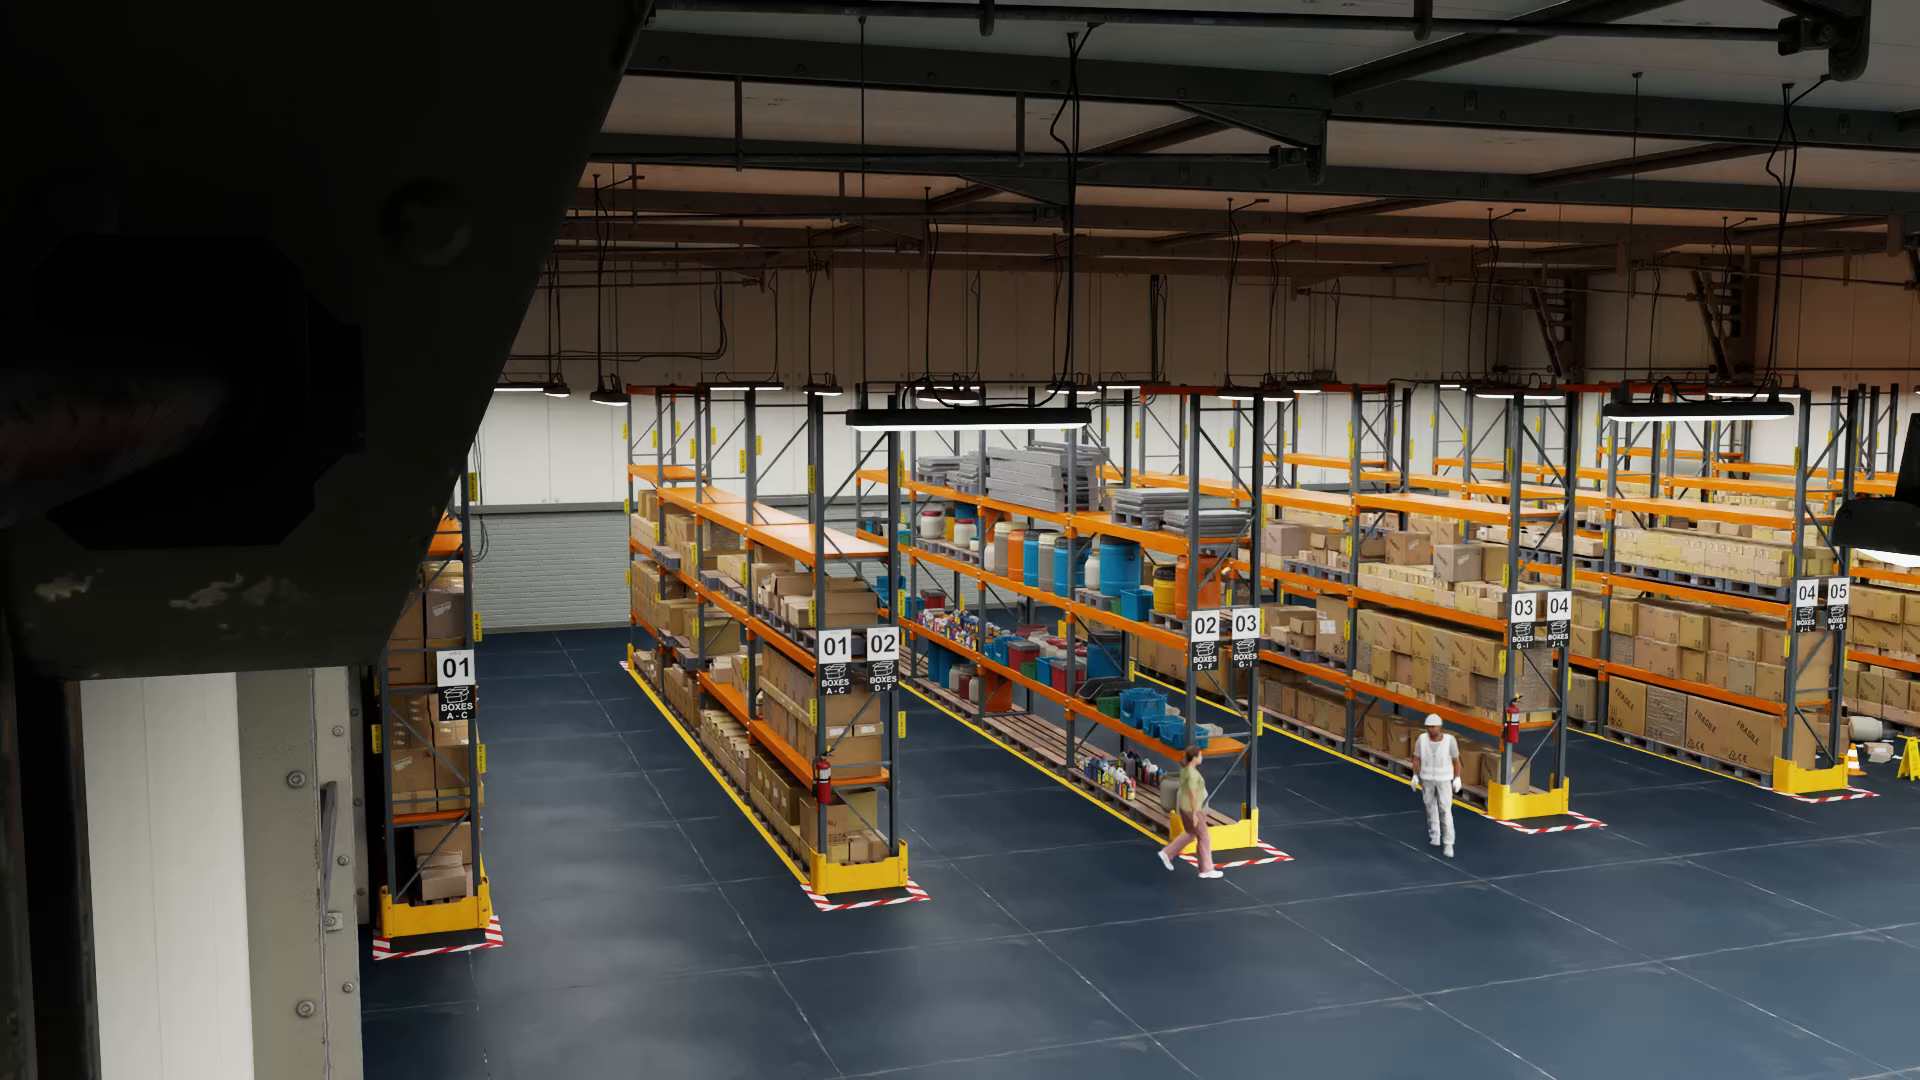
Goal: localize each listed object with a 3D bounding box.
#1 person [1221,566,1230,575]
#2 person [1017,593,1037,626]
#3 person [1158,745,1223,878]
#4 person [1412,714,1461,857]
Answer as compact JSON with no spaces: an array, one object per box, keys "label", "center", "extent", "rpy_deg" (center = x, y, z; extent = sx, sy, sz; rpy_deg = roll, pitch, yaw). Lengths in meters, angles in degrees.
[{"label":"person","center":[6.298,1.309,40.399],"extent":[0.608,1.822,0.581],"rpy_deg":[5,8,40]},{"label":"person","center":[1.536,1.521,39.006],"extent":[0.475,1.558,0.391],"rpy_deg":[5,8,40]},{"label":"person","center":[2.868,3.366,20.680],"extent":[0.788,1.652,0.475],"rpy_deg":[-1,6,-10]},{"label":"person","center":[6.269,3.187,21.898],"extent":[0.646,1.786,0.675],"rpy_deg":[3,7,30]}]
